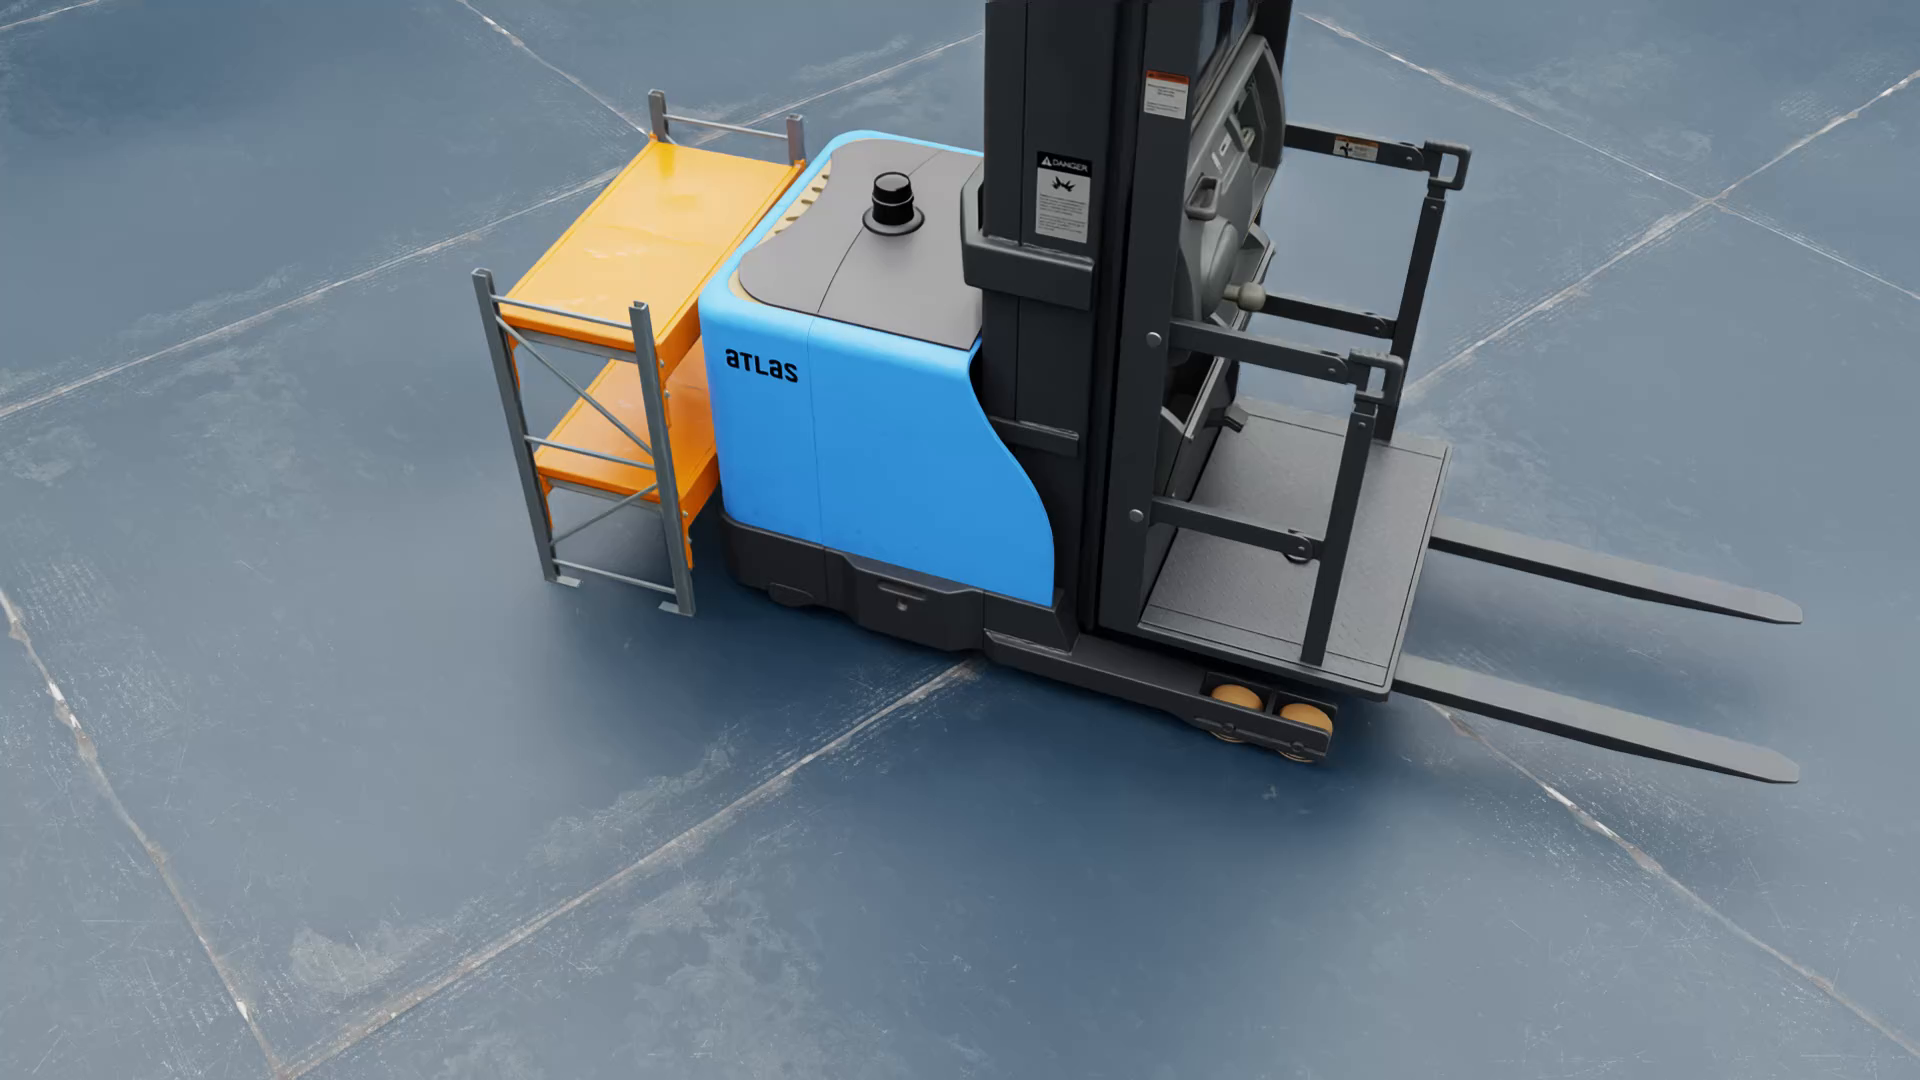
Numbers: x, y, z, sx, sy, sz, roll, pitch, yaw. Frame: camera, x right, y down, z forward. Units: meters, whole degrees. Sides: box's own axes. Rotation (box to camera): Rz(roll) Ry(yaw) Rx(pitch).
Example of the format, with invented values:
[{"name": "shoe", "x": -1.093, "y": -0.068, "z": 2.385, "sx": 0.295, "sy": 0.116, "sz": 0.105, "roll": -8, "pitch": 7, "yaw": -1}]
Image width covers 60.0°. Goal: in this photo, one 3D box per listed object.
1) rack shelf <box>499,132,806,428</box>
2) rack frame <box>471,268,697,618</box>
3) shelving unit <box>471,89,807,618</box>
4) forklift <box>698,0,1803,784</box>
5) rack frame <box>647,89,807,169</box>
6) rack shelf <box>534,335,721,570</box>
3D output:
[{"name": "rack shelf", "x": -0.873, "y": -0.784, "z": 4.835, "sx": 0.538, "sy": 0.278, "sz": 1.000, "roll": 13, "pitch": 45, "yaw": 14}, {"name": "rack frame", "x": -1.037, "y": -0.241, "z": 4.685, "sx": 0.500, "sy": 1.125, "sz": 0.032, "roll": 13, "pitch": 45, "yaw": 14}, {"name": "shelving unit", "x": -0.873, "y": -0.570, "z": 5.036, "sx": 0.538, "sy": 1.125, "sz": 1.048, "roll": 13, "pitch": 45, "yaw": 14}, {"name": "forklift", "x": 0.858, "y": -0.870, "z": 4.035, "sx": 3.031, "sy": 2.935, "sz": 1.130, "roll": 15, "pitch": 45, "yaw": 15}, {"name": "rack frame", "x": -0.709, "y": -0.900, "z": 5.386, "sx": 0.500, "sy": 1.125, "sz": 0.032, "roll": 13, "pitch": 45, "yaw": 14}, {"name": "rack shelf", "x": -0.873, "y": -0.392, "z": 5.203, "sx": 0.538, "sy": 0.278, "sz": 1.000, "roll": 13, "pitch": 45, "yaw": 14}]
